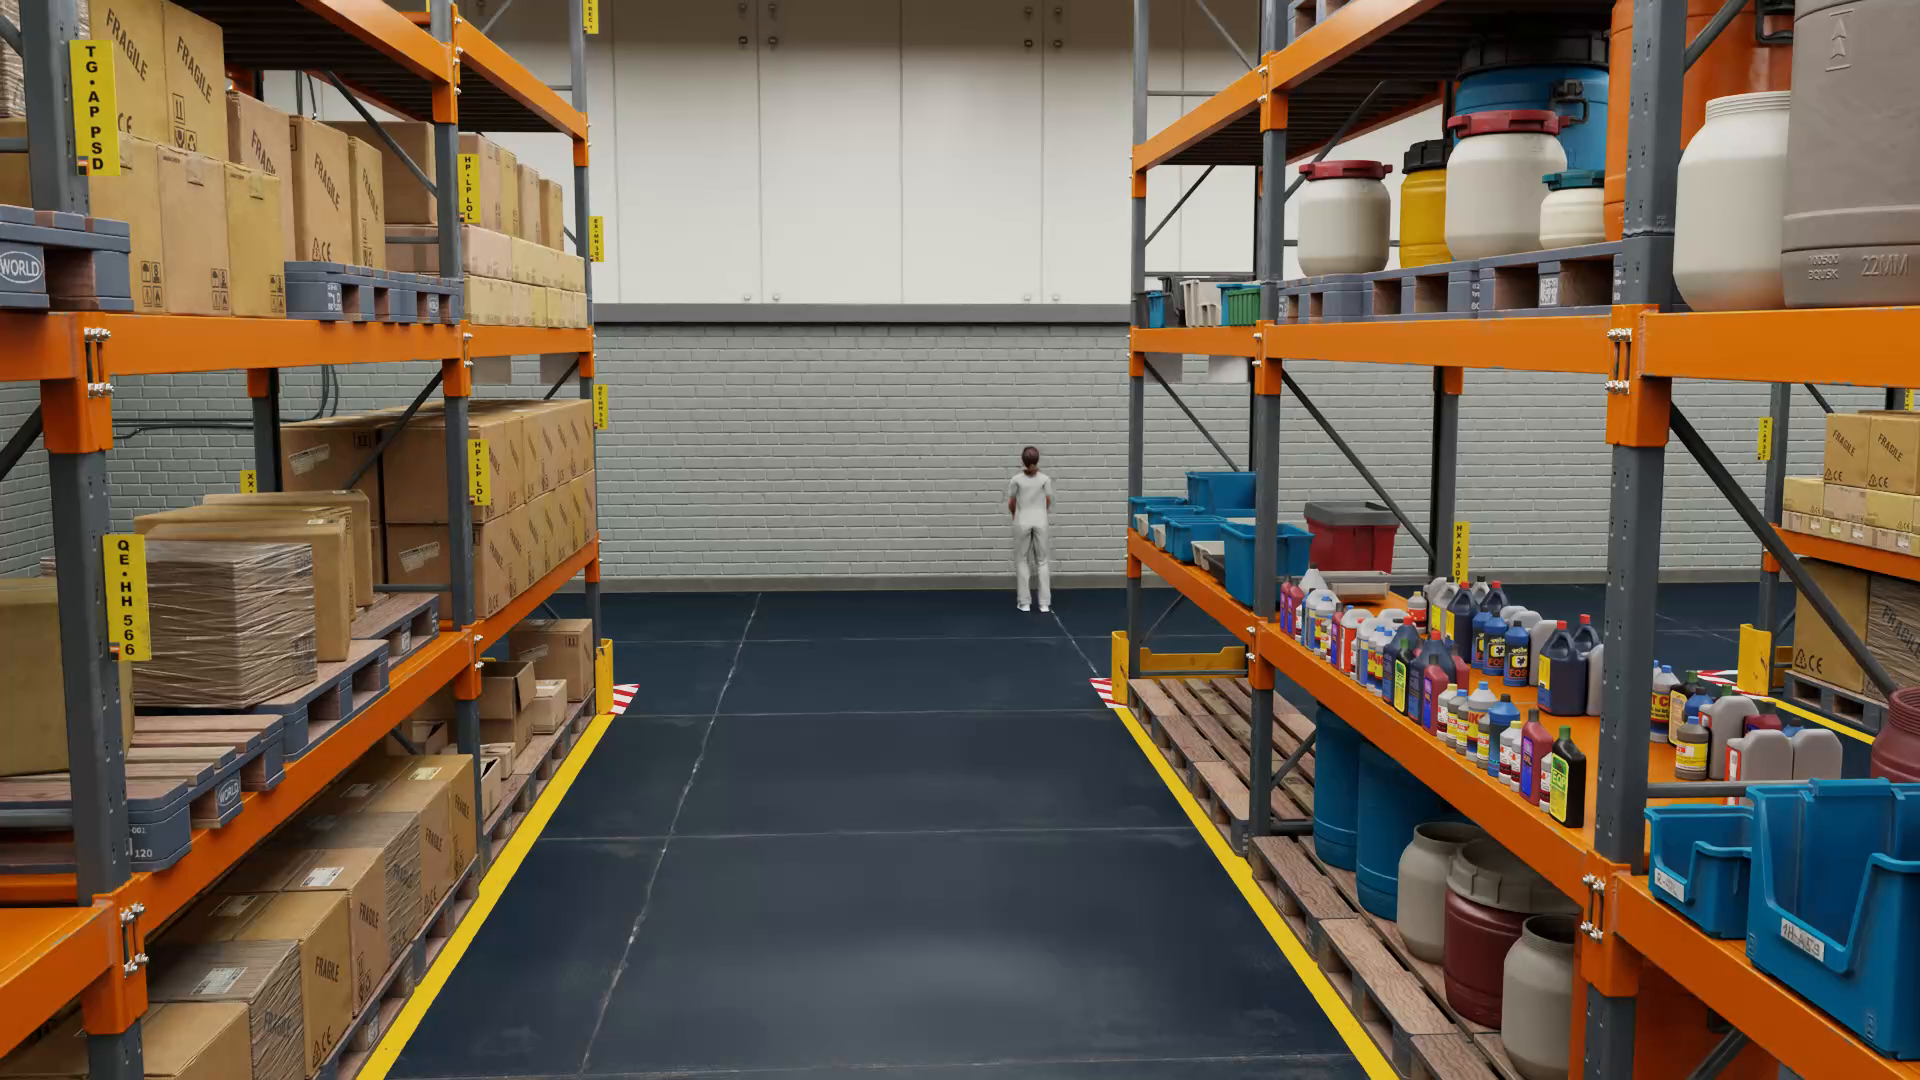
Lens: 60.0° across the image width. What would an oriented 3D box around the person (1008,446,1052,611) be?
[{"bbox_3d":[0.696,-0.122,16.778,0.443,1.669,0.548,-1,7,-5],"label":"person"}]
